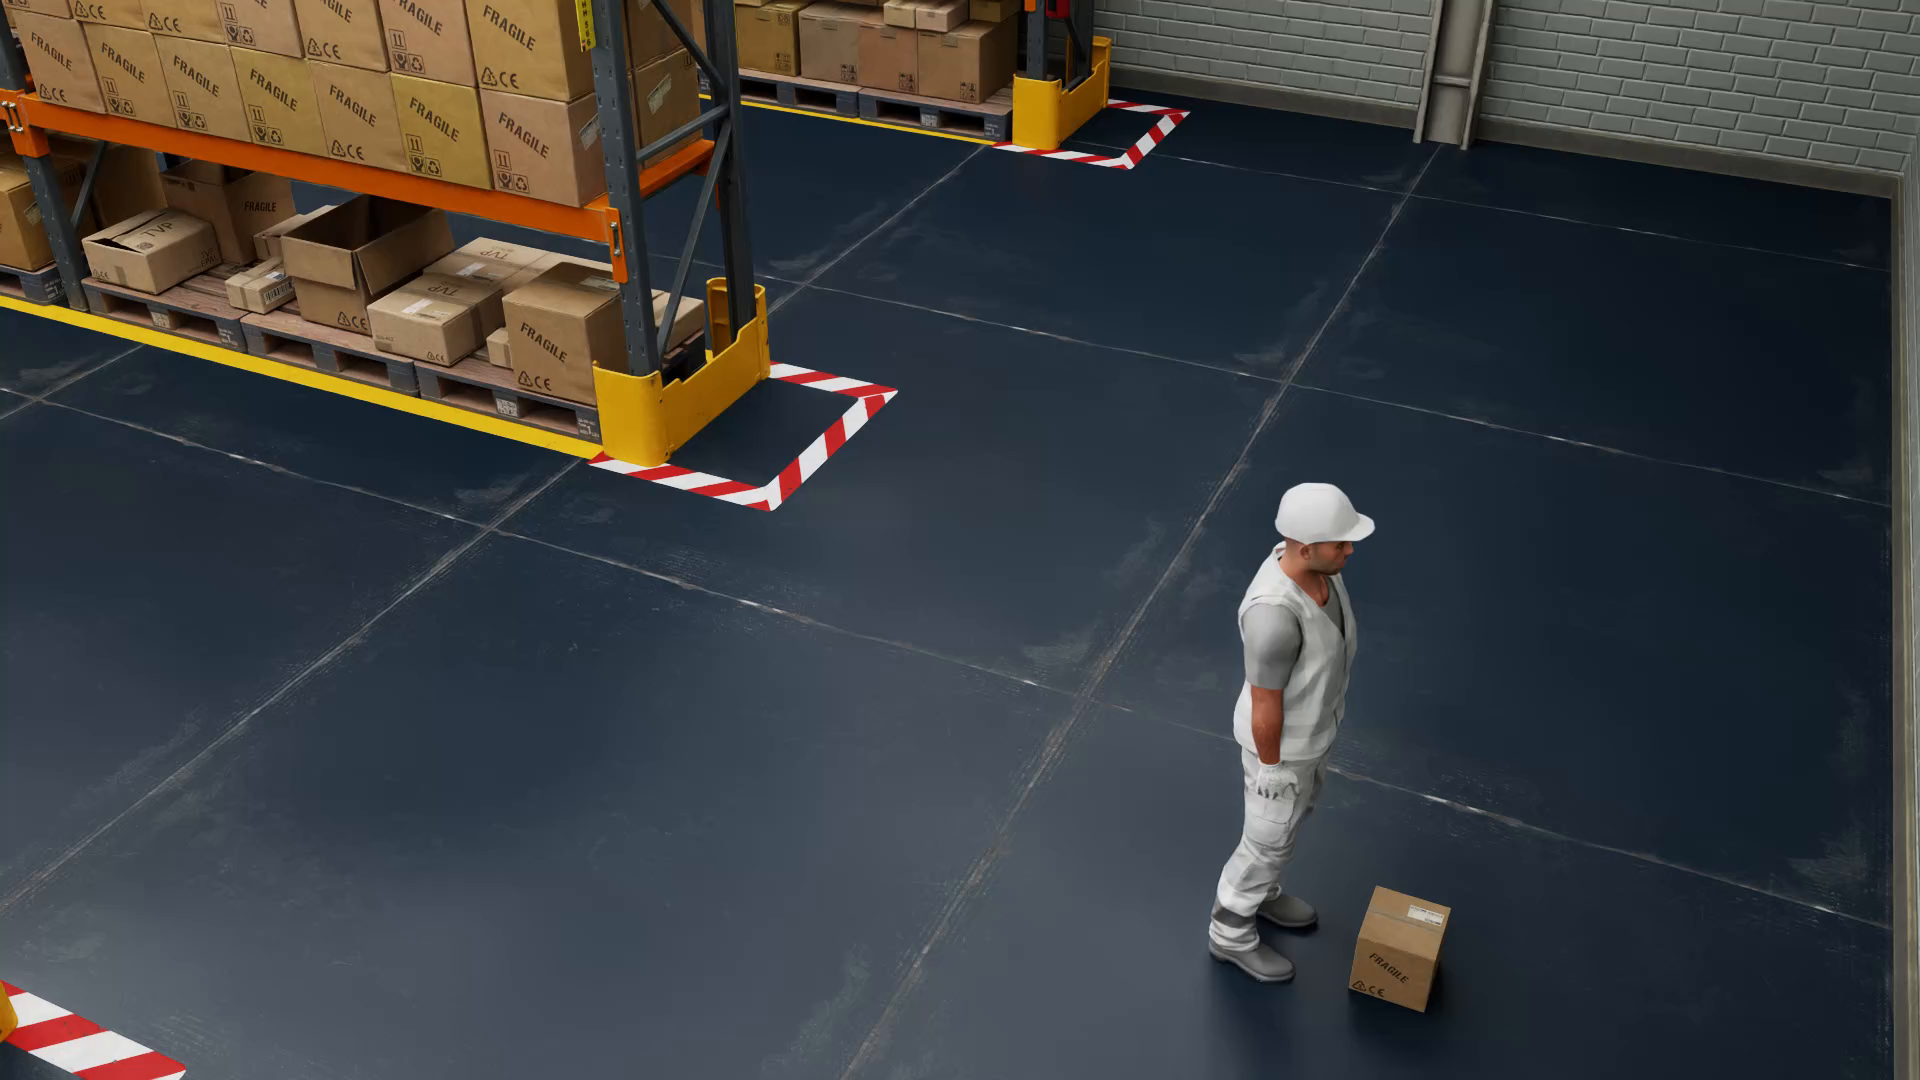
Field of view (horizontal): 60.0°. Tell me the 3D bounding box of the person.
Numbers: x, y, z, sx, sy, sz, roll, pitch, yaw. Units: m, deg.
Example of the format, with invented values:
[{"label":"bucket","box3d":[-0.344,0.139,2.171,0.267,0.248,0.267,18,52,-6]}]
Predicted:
[{"label":"person","box3d":[1.030,0.597,5.221,0.338,1.789,0.526,15,36,21]}]
